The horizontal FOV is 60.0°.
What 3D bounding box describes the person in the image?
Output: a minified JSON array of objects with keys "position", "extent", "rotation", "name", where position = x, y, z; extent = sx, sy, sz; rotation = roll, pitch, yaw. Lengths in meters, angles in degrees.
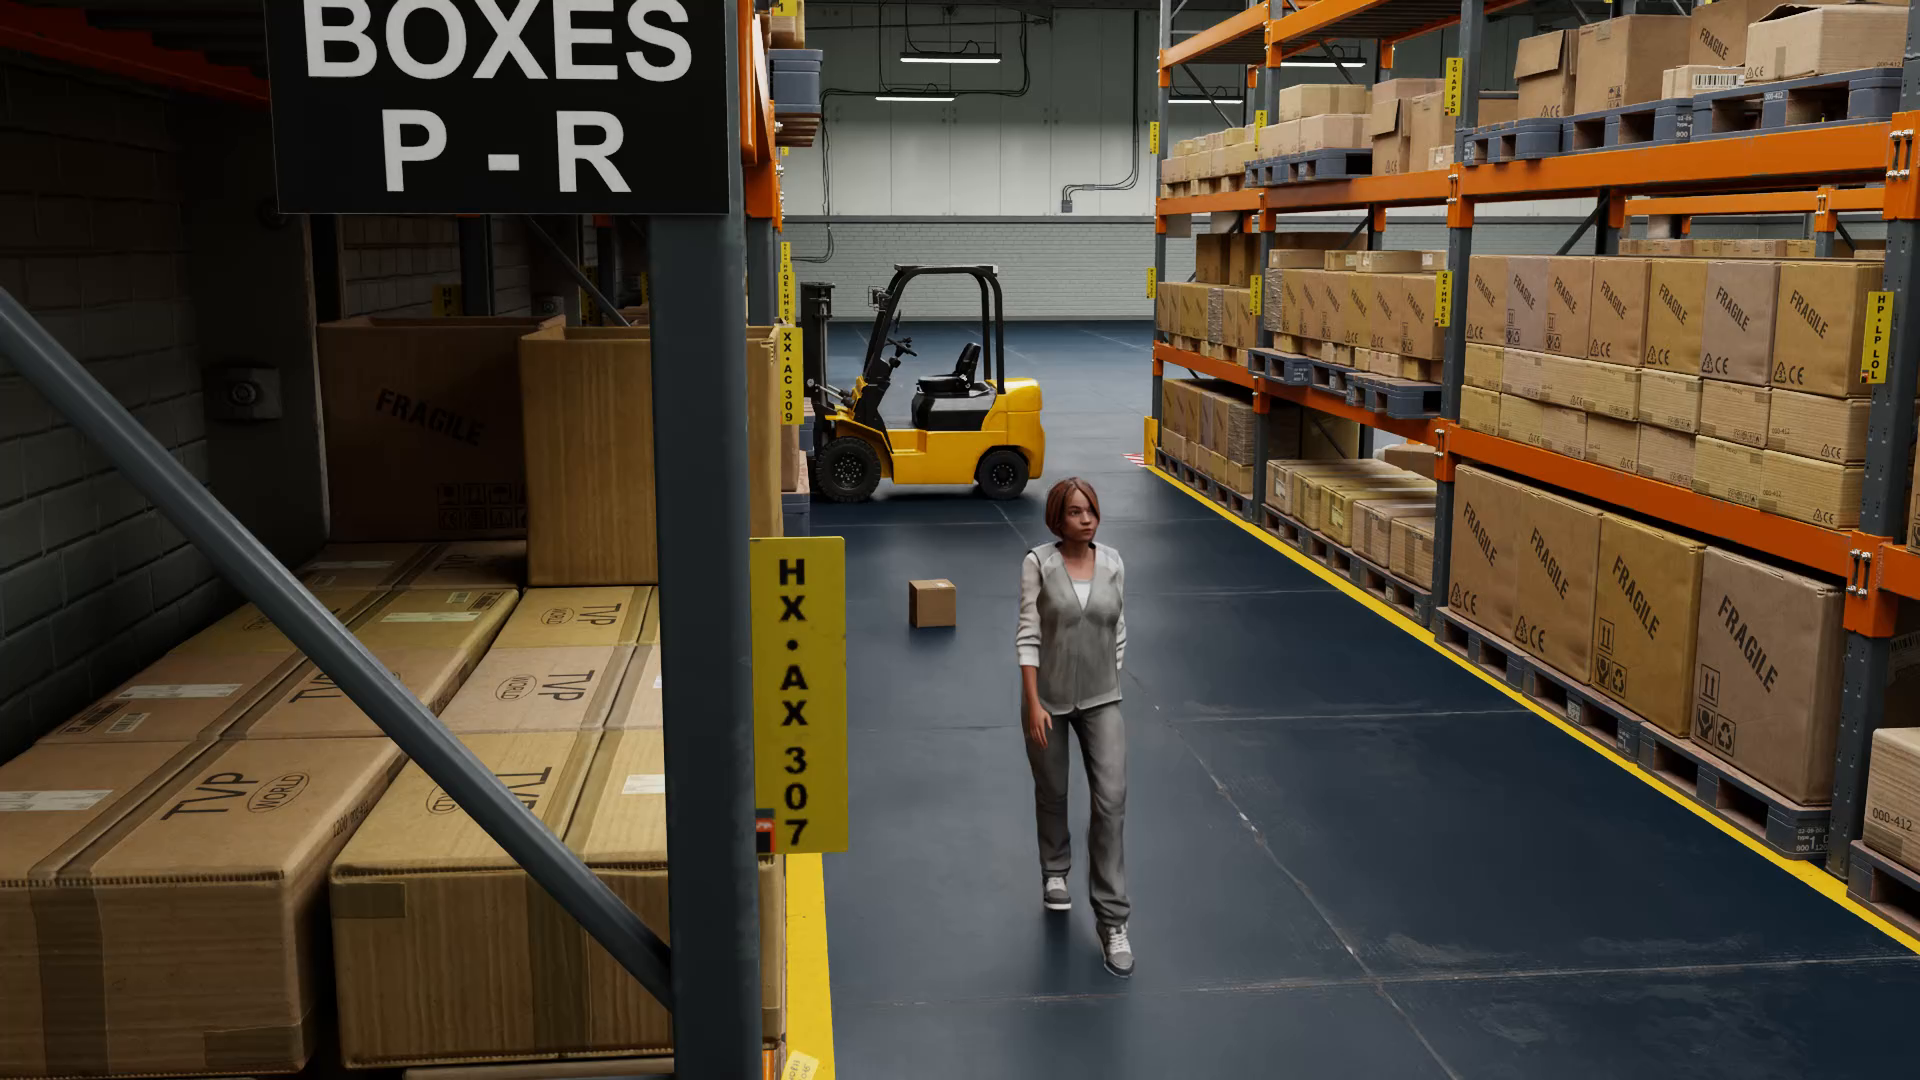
[{"position":[0.391,0.596,5.667],"extent":[0.408,1.616,0.728],"rotation":[-1,10,-6],"name":"person"}]
